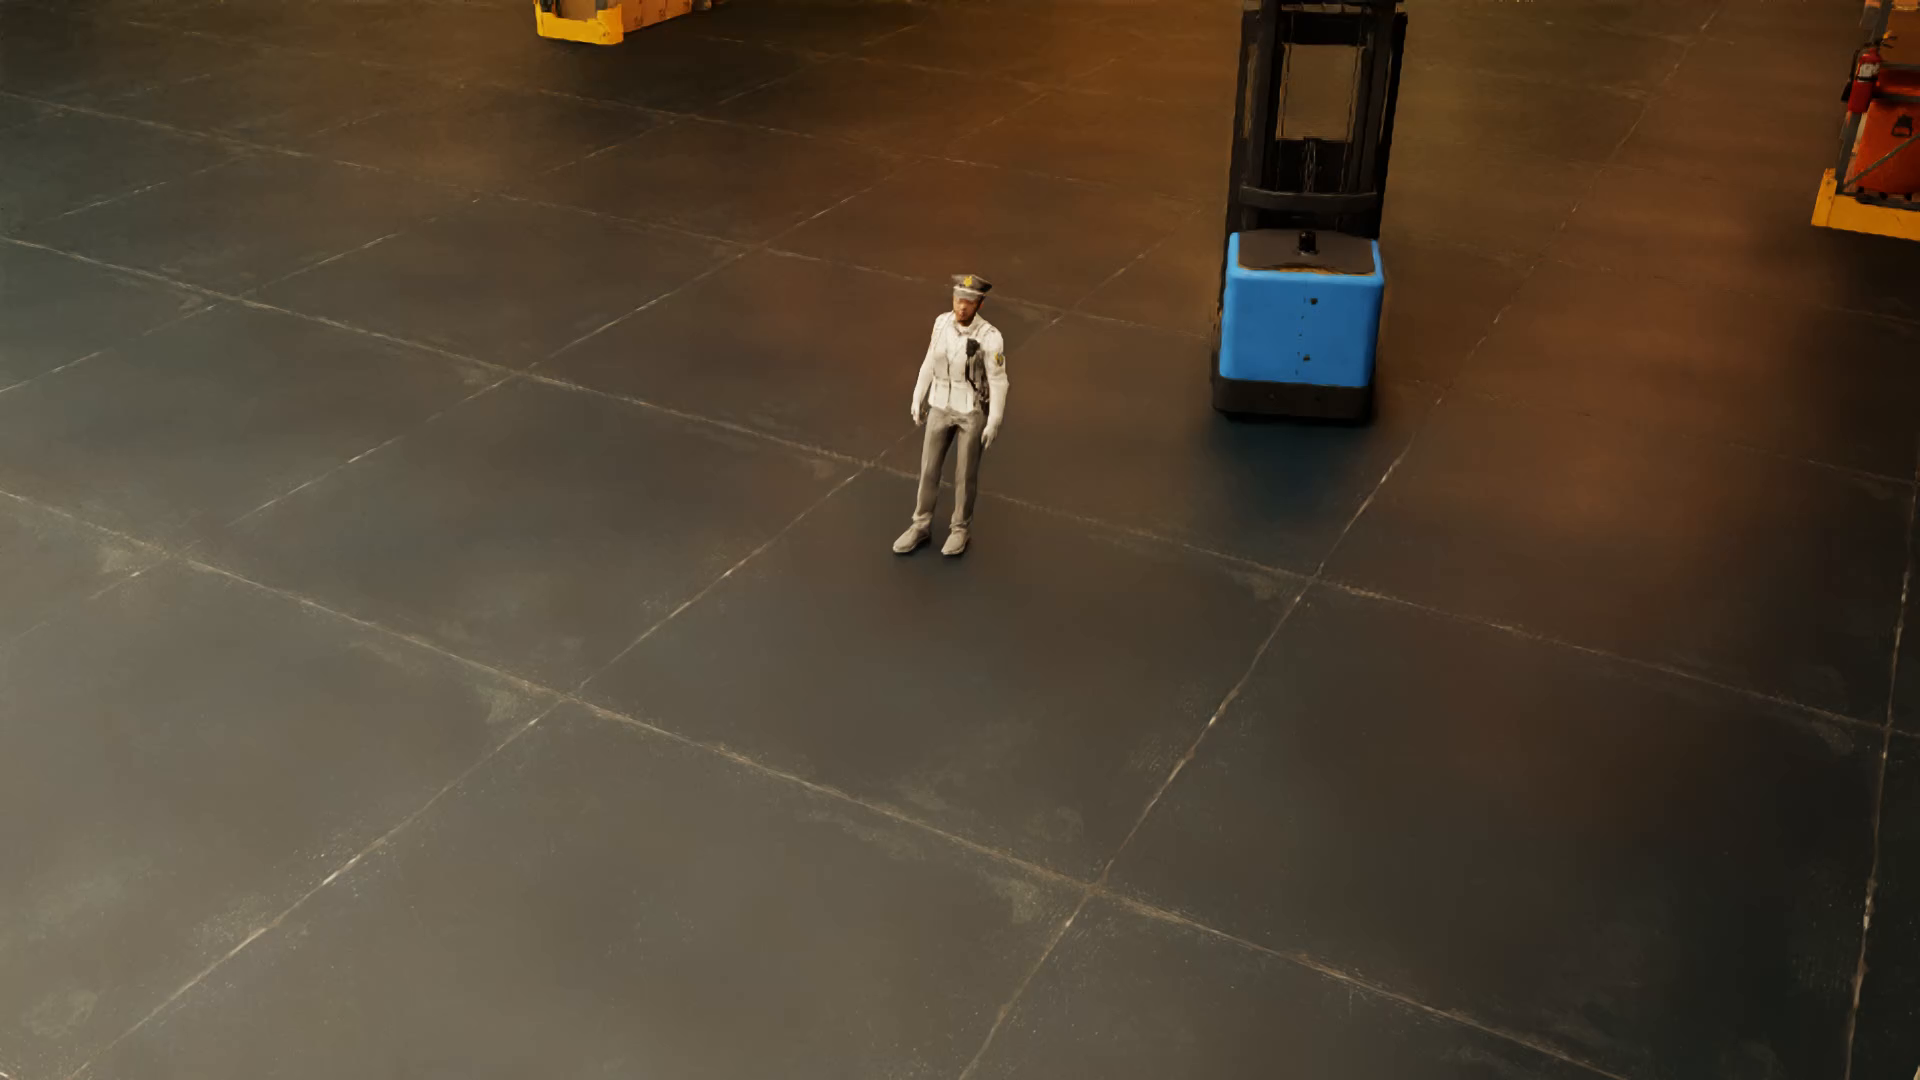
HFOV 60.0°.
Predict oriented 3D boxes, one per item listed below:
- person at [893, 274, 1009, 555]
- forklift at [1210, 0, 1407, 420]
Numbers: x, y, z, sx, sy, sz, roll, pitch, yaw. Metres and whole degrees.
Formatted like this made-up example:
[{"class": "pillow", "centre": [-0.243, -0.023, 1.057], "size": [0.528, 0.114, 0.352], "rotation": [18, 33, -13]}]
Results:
[{"class": "person", "centre": [-0.039, -0.712, 9.527], "size": [0.586, 1.695, 0.533], "rotation": [15, 33, 25]}, {"class": "forklift", "centre": [2.496, -2.802, 11.926], "size": [1.130, 2.935, 3.031], "rotation": [4, 30, 8]}]
